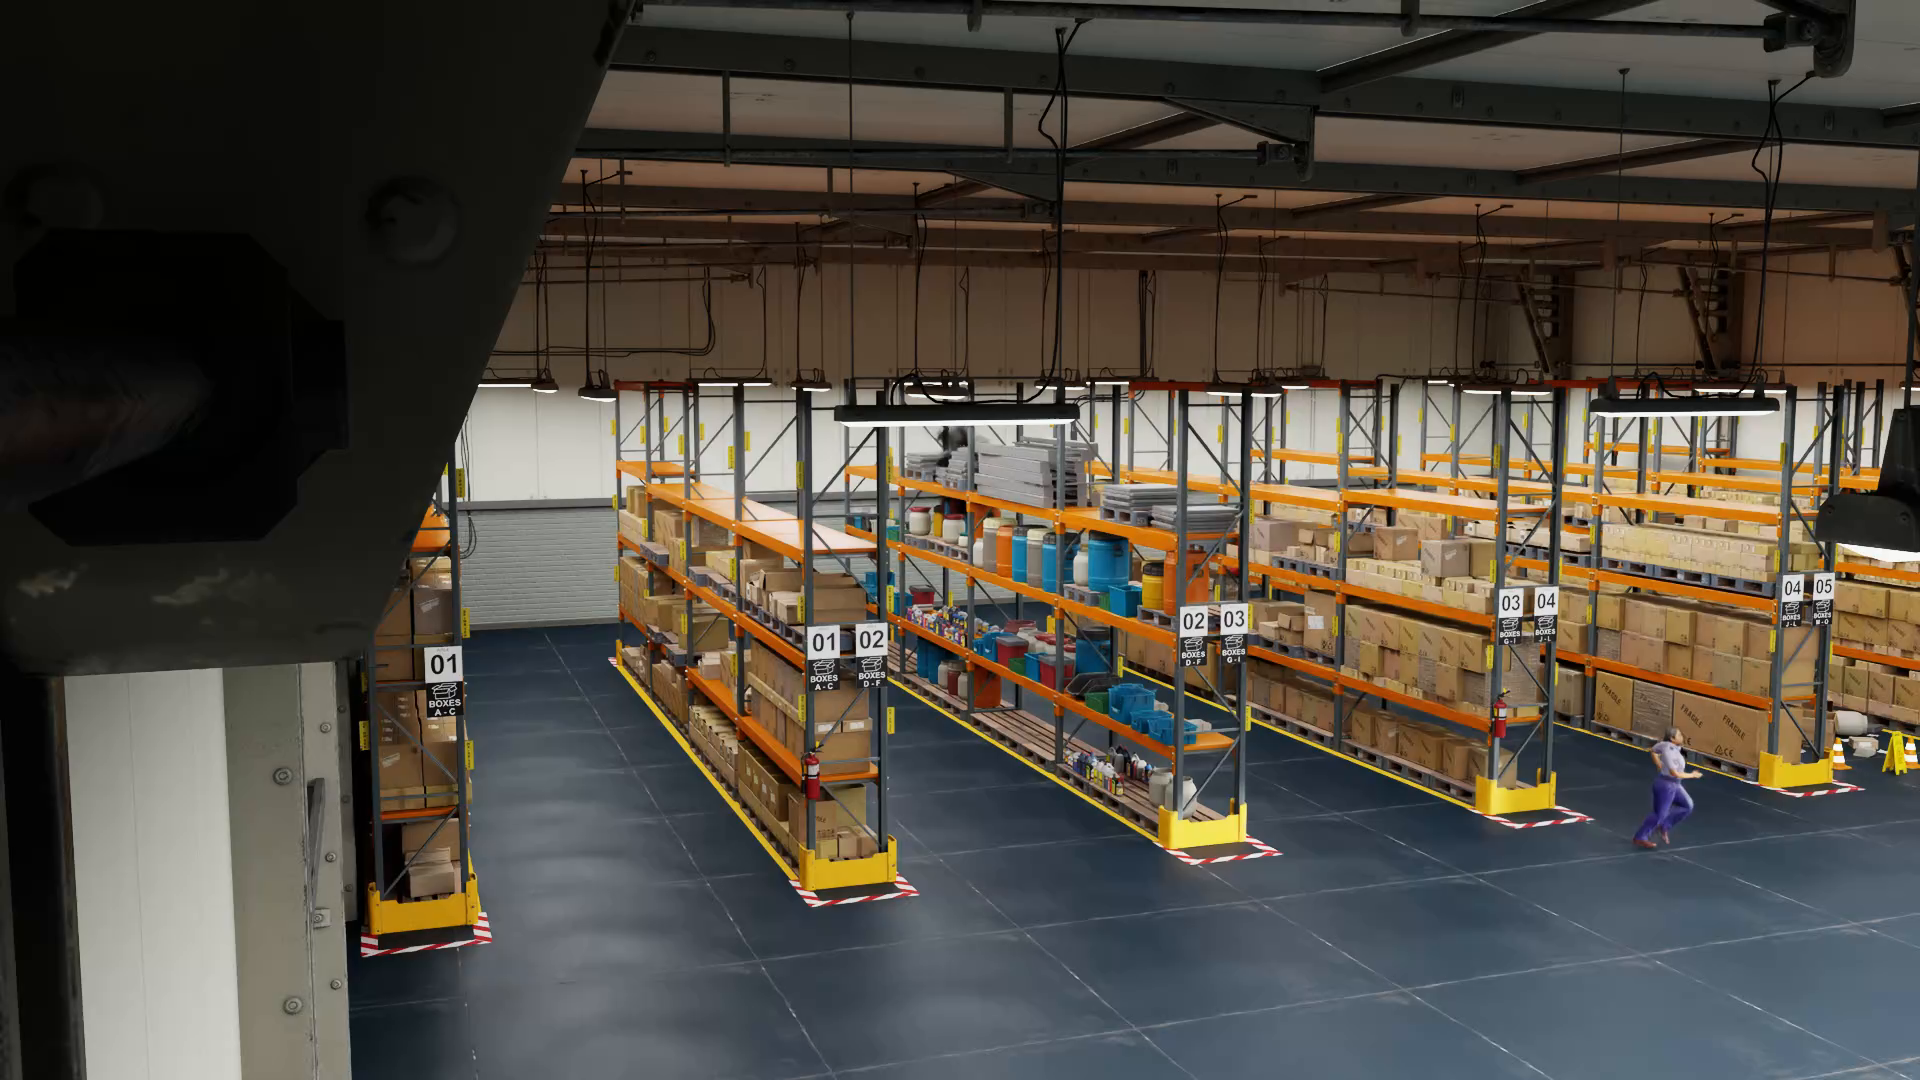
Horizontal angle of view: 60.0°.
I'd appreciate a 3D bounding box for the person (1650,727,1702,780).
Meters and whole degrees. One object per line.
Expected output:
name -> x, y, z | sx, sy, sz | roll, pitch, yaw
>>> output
person -> 9.331, 2.809, 21.661 | 0.643, 0.766, 0.622 | 3, 7, 24
